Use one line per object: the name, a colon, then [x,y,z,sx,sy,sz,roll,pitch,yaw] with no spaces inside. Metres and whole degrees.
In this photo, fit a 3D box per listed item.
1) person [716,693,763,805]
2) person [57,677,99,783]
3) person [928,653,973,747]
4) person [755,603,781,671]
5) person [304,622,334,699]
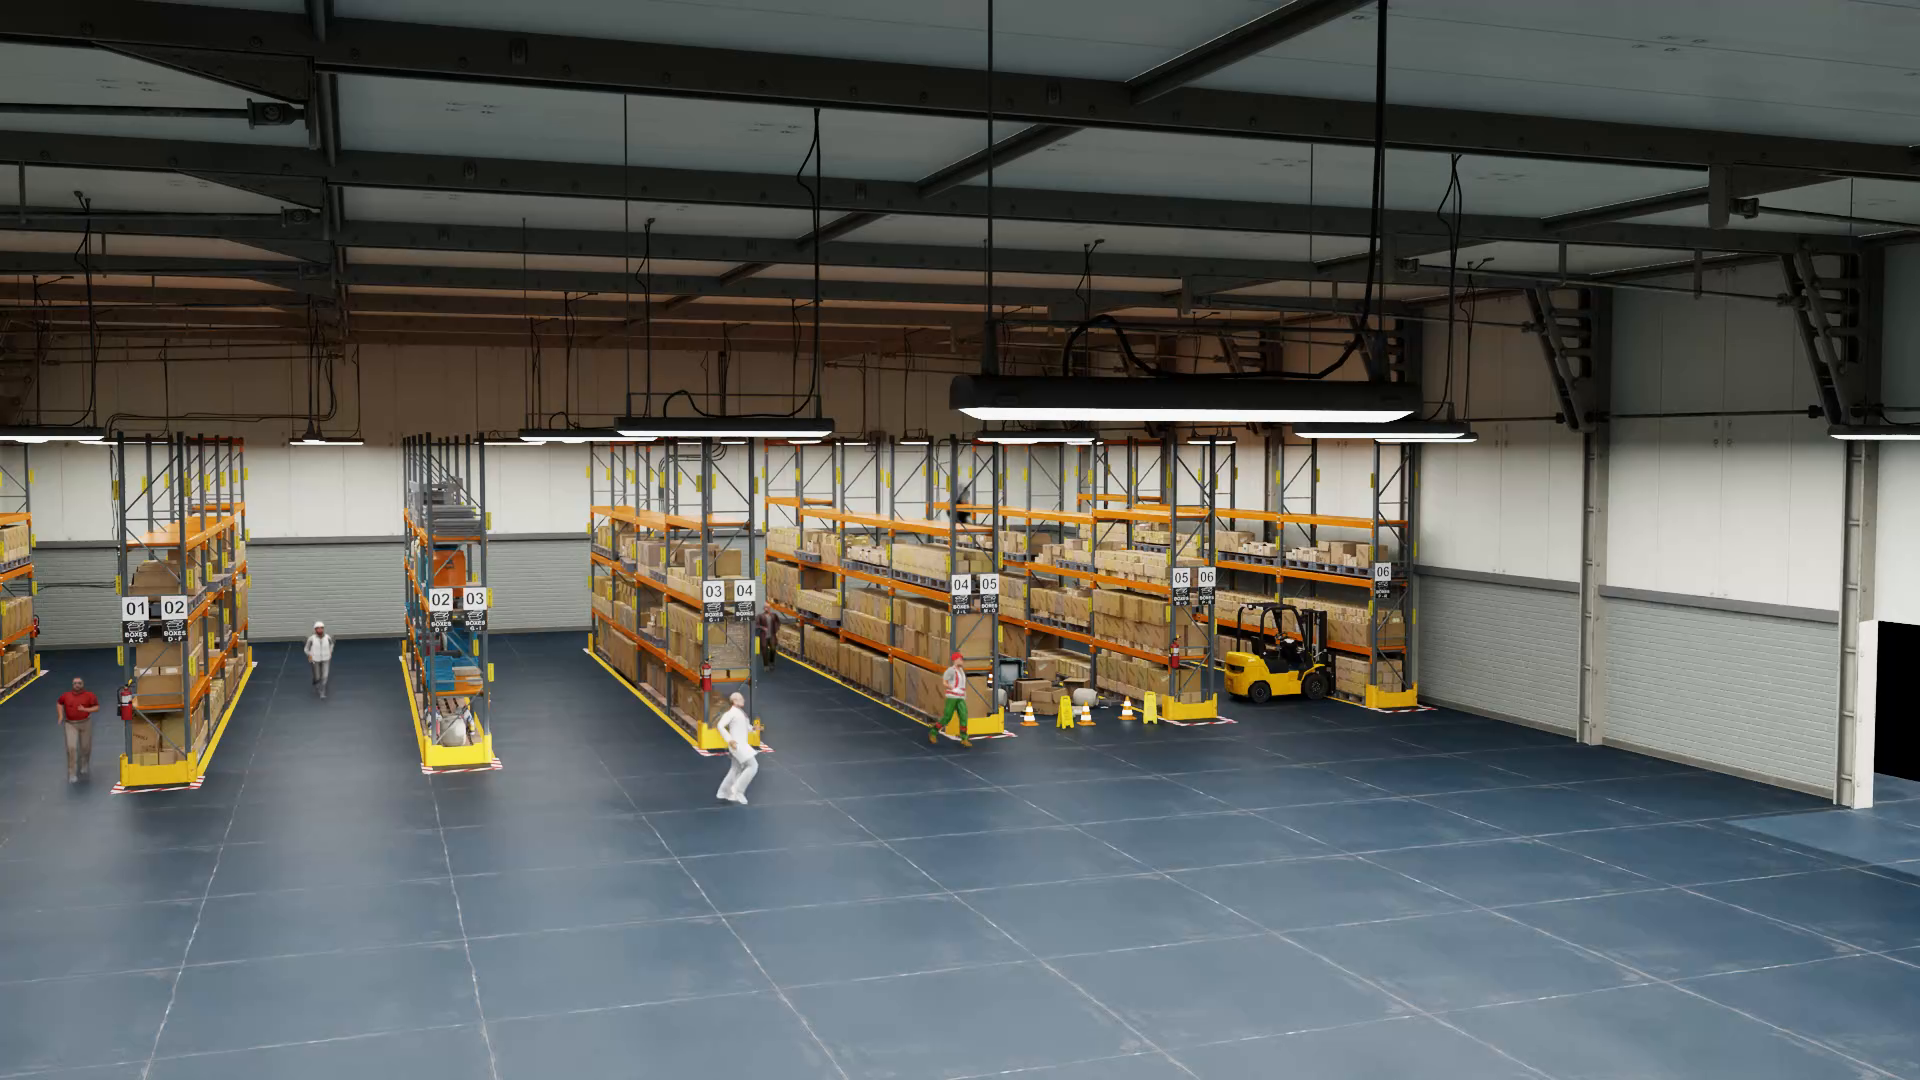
person: [-3.548,3.354,26.769,0.773,1.800,0.673,0,3,-1]
person: [-15.256,3.254,28.782,0.646,1.771,0.888,-2,4,-28]
person: [-0.064,3.050,31.952,0.976,1.766,0.718,2,4,37]
person: [-4.898,2.486,42.516,0.689,1.743,0.681,-1,3,-13]
person: [-14.682,2.750,38.153,0.667,1.744,0.716,-2,4,-31]
